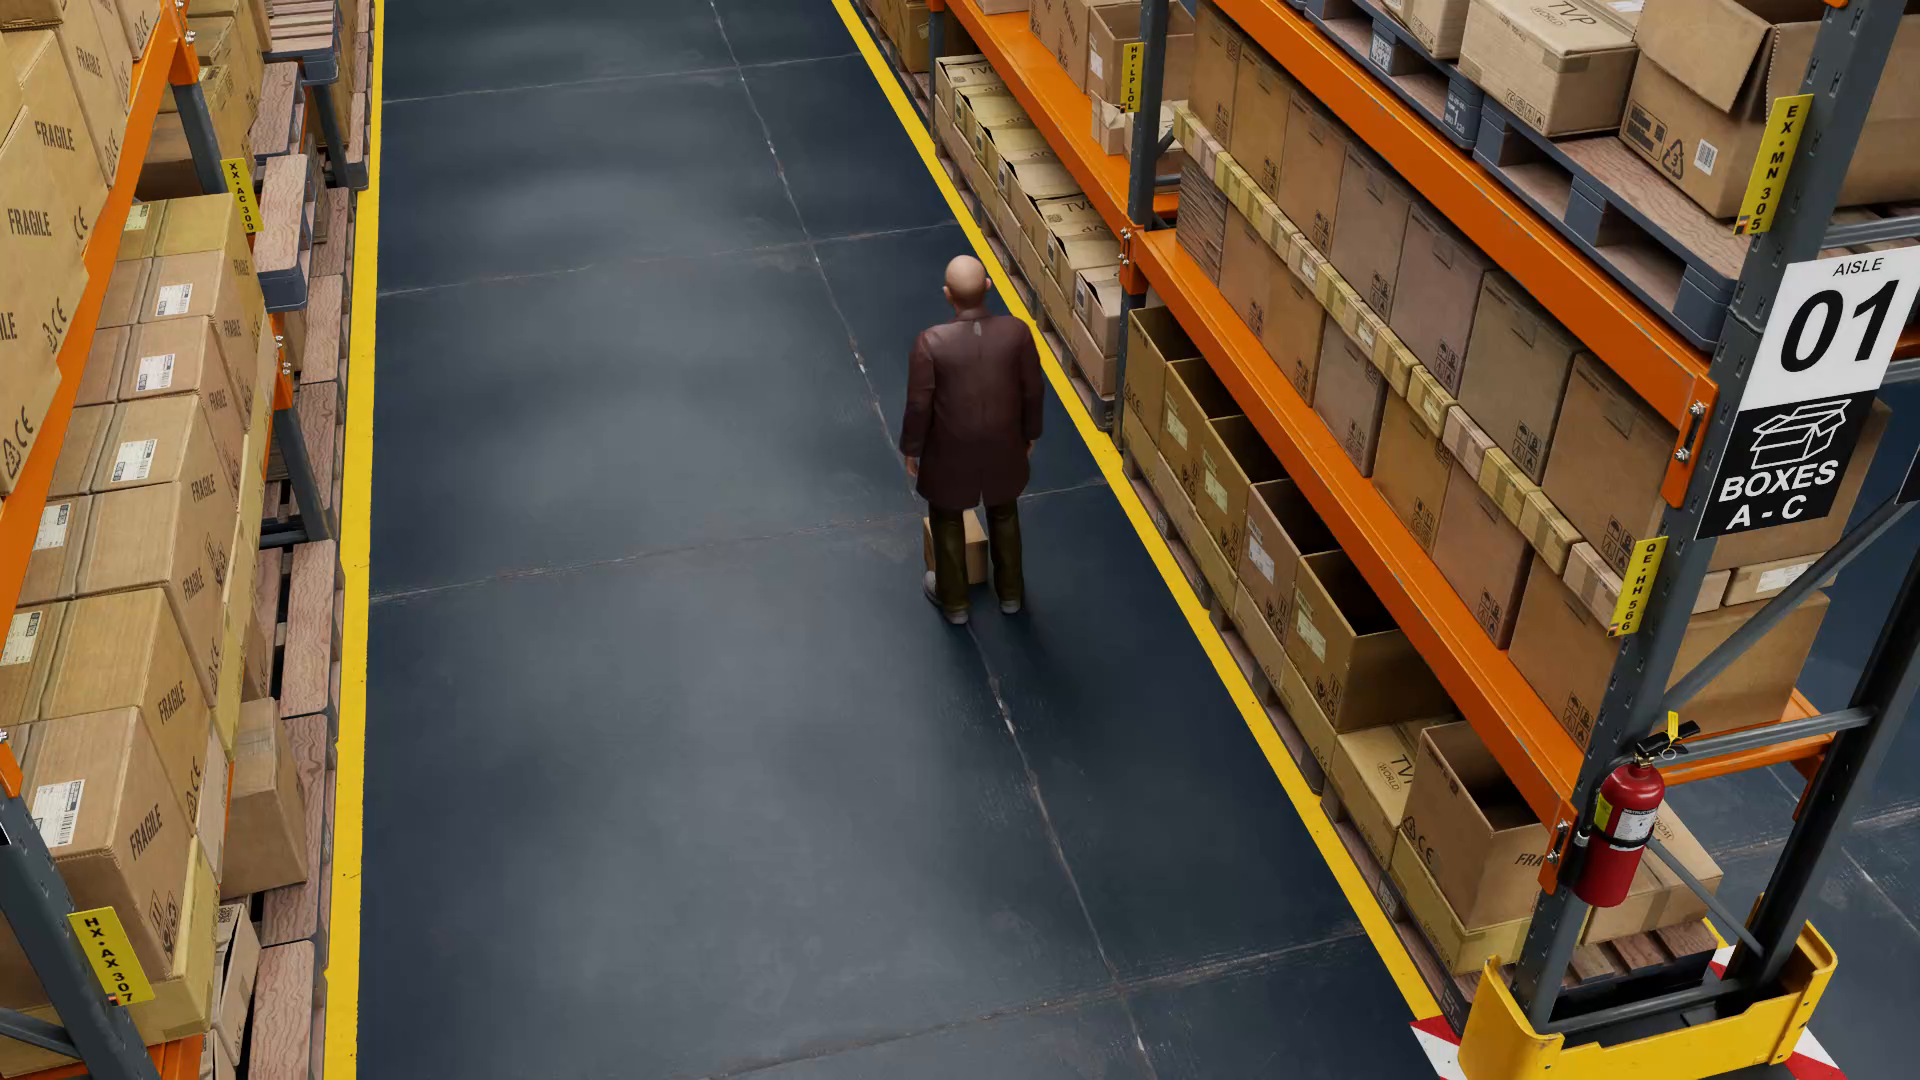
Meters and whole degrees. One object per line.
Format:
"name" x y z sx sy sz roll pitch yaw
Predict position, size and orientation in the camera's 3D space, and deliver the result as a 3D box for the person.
"person" 0.053 -0.418 7.269 0.643 1.774 0.423 -9 39 -11
